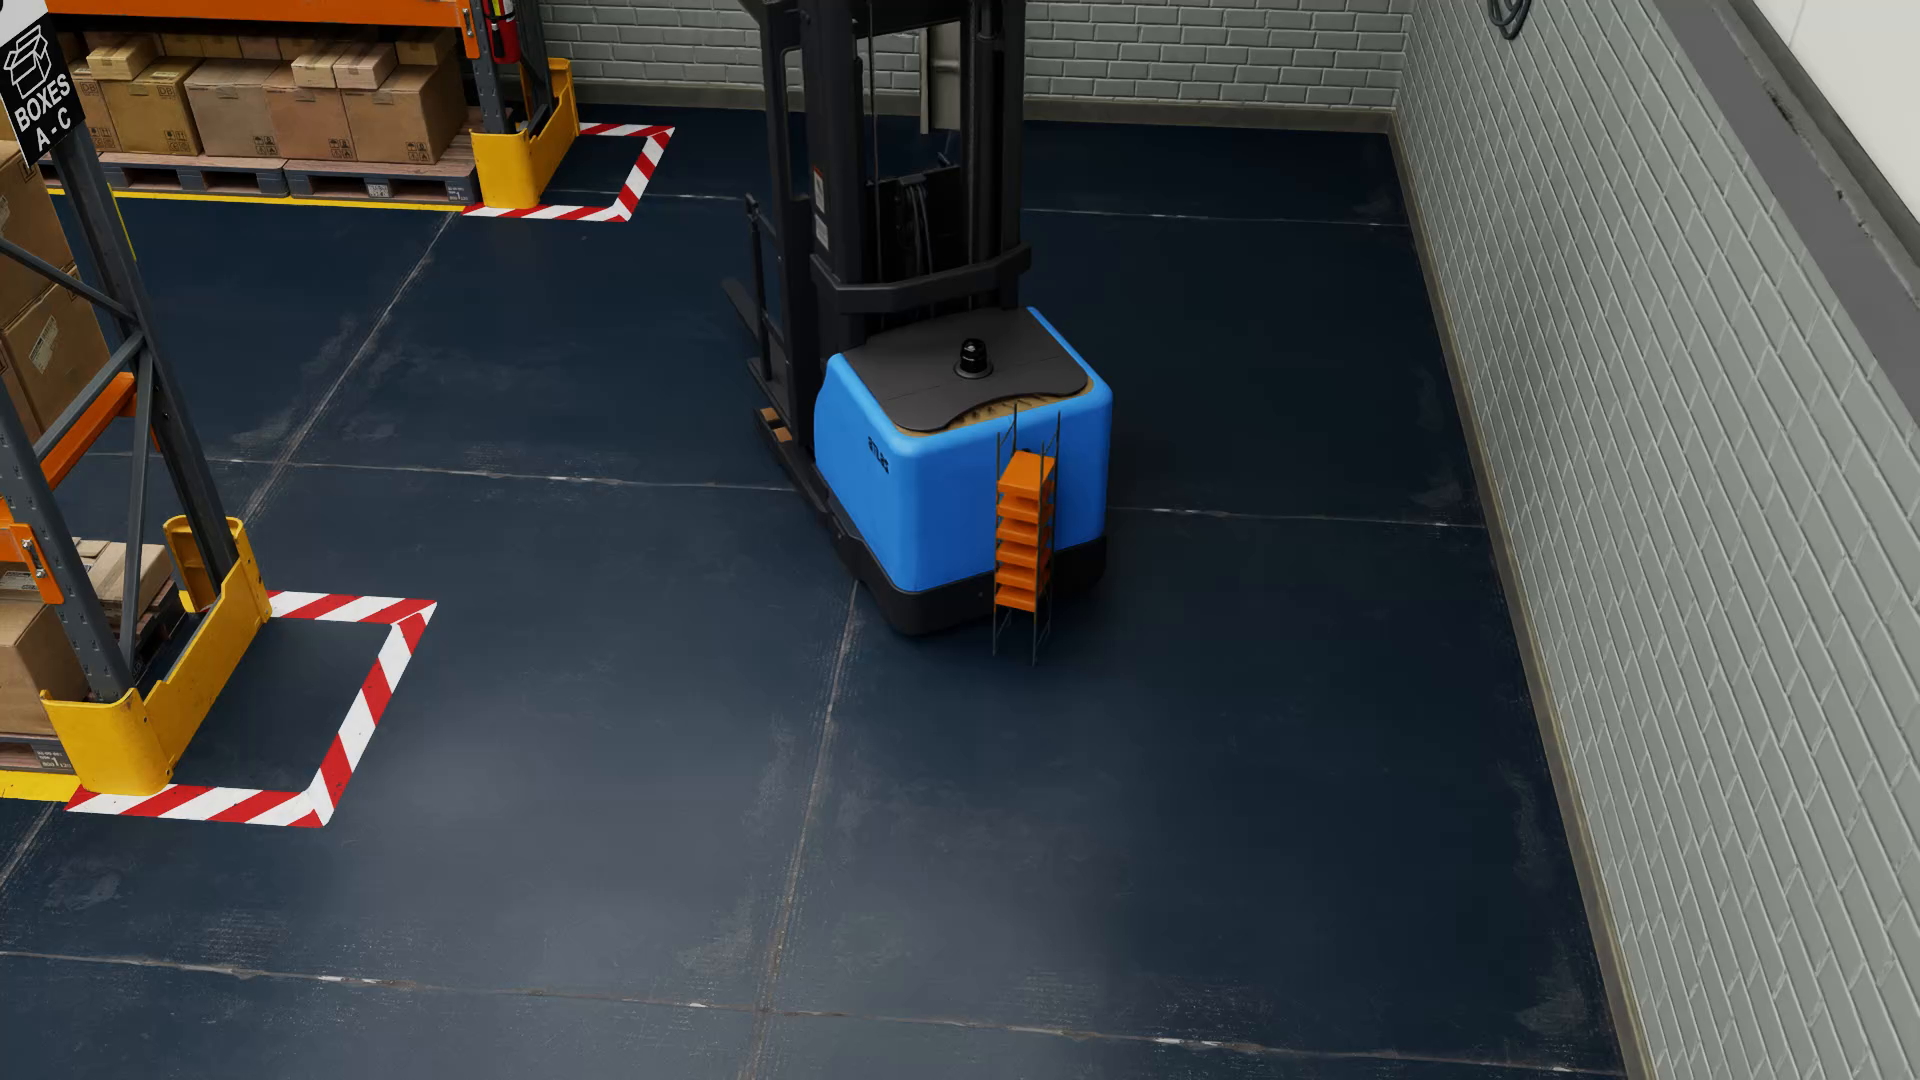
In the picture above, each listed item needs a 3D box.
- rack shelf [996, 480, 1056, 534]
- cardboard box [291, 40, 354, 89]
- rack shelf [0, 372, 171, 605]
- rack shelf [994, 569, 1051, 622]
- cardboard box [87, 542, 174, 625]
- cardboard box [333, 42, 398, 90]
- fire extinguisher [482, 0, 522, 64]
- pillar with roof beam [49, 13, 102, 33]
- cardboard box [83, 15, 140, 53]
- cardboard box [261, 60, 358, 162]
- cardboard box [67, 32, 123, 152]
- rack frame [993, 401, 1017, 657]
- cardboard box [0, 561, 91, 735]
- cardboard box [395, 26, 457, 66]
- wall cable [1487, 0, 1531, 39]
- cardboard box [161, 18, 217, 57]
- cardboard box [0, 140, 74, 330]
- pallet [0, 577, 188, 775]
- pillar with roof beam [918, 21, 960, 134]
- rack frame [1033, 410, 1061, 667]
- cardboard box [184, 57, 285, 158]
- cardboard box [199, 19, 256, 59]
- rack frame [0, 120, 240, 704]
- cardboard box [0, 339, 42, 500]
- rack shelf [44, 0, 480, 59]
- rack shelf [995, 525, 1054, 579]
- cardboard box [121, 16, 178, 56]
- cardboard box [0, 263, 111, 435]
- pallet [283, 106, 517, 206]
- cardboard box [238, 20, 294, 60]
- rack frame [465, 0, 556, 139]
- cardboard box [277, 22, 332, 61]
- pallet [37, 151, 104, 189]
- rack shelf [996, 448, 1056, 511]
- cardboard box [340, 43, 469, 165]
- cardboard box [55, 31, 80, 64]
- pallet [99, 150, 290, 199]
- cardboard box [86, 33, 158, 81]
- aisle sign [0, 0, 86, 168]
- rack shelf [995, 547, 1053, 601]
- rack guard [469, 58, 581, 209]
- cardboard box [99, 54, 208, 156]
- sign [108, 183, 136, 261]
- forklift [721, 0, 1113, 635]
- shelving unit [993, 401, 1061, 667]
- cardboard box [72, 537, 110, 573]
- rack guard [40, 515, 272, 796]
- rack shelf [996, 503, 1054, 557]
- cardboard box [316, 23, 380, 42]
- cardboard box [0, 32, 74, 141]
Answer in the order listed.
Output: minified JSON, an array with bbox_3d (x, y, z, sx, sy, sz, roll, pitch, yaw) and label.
[{"bbox_3d":[0.274,-0.155,6.850,0.180,0.103,0.258,13,41,15],"label":"rack shelf"},{"bbox_3d":[-3.930,-2.949,10.300,0.250,0.149,0.380,4,39,5],"label":"cardboard box"},{"bbox_3d":[-5.242,-0.337,6.528,4.000,0.370,1.077,3,39,4],"label":"rack shelf"},{"bbox_3d":[0.274,0.218,7.153,0.180,0.103,0.258,13,41,15],"label":"rack shelf"},{"bbox_3d":[-3.637,0.189,7.222,0.250,0.149,0.380,3,39,4],"label":"cardboard box"},{"bbox_3d":[-3.676,-2.935,10.284,0.250,0.149,0.380,3,39,3],"label":"cardboard box"},{"bbox_3d":[-2.716,-3.149,9.770,0.183,0.674,0.296,3,39,4],"label":"fire extinguisher"},{"bbox_3d":[-6.410,-3.965,5.664,0.400,9.000,9.100,3,39,4],"label":"pillar with roof beam"},{"bbox_3d":[-5.414,-3.272,10.697,0.250,0.149,0.380,2,39,2],"label":"cardboard box"},{"bbox_3d":[-4.030,-2.818,10.654,0.500,0.500,0.700,3,39,4],"label":"cardboard box"},{"bbox_3d":[-5.575,-2.899,10.754,0.500,0.500,0.700,3,39,3],"label":"cardboard box"},{"bbox_3d":[0.188,-0.022,6.997,0.006,1.200,0.240,13,41,15],"label":"rack frame"},{"bbox_3d":[-3.813,0.417,6.663,0.500,0.500,0.500,3,39,4],"label":"cardboard box"},{"bbox_3d":[-3.390,-3.162,10.562,0.250,0.149,0.380,3,39,4],"label":"cardboard box"},{"bbox_3d":[2.778,-4.212,8.427,0.112,2.526,3.097,3,39,4],"label":"wall cable"},{"bbox_3d":[-4.906,-3.244,10.663,0.250,0.149,0.380,2,39,3],"label":"cardboard box"},{"bbox_3d":[-3.669,-1.123,6.053,0.500,0.500,0.500,4,39,5],"label":"cardboard box"},{"bbox_3d":[-4.120,0.528,7.105,1.213,0.211,1.003,3,39,4],"label":"pallet"},{"bbox_3d":[-0.433,-3.639,5.262,0.400,9.000,9.100,3,39,4],"label":"pillar with roof beam"},{"bbox_3d":[0.360,0.016,6.950,0.006,1.200,0.240,13,41,15],"label":"rack frame"},{"bbox_3d":[-4.532,-2.845,10.687,0.500,0.500,0.700,2,39,2],"label":"cardboard box"},{"bbox_3d":[-4.653,-3.230,10.646,0.250,0.149,0.380,4,39,4],"label":"cardboard box"},{"bbox_3d":[-3.250,-0.507,6.167,0.127,3.000,1.000,3,39,4],"label":"rack frame"},{"bbox_3d":[-3.719,-0.399,5.955,0.500,0.500,0.500,4,39,5],"label":"cardboard box"},{"bbox_3d":[-4.819,-3.452,10.356,4.000,0.370,1.077,3,39,4],"label":"rack shelf"},{"bbox_3d":[0.274,0.032,7.002,0.180,0.103,0.258,13,41,15],"label":"rack shelf"},{"bbox_3d":[-5.163,-3.257,10.680,0.250,0.149,0.380,4,39,4],"label":"cardboard box"},{"bbox_3d":[-3.669,-0.736,6.369,0.500,0.500,0.500,4,39,5],"label":"cardboard box"},{"bbox_3d":[-3.629,-2.535,10.868,1.213,0.211,1.003,3,39,4],"label":"pallet"},{"bbox_3d":[-4.398,-3.216,10.629,0.250,0.149,0.380,4,39,4],"label":"cardboard box"},{"bbox_3d":[-2.826,-3.622,9.995,0.127,3.000,1.000,3,39,4],"label":"rack frame"},{"bbox_3d":[-4.144,-3.203,10.613,0.250,0.149,0.380,3,39,4],"label":"cardboard box"},{"bbox_3d":[-6.060,-2.668,11.031,1.213,0.211,1.003,3,39,4],"label":"pallet"},{"bbox_3d":[0.274,-0.248,6.774,0.180,0.103,0.258,13,41,15],"label":"rack shelf"},{"bbox_3d":[-3.532,-2.791,10.621,0.500,0.500,0.700,3,39,4],"label":"cardboard box"},{"bbox_3d":[-5.749,-3.047,10.421,0.250,0.149,0.380,4,39,5],"label":"cardboard box"},{"bbox_3d":[-4.841,-2.603,10.952,1.213,0.211,1.003,3,39,4],"label":"pallet"},{"bbox_3d":[-5.229,-3.018,10.386,0.250,0.149,0.380,2,39,3],"label":"cardboard box"},{"bbox_3d":[-3.156,-1.696,5.569,0.004,0.787,0.394,3,39,4],"label":"aisle sign"},{"bbox_3d":[0.274,0.125,7.077,0.180,0.103,0.258,13,41,15],"label":"rack shelf"},{"bbox_3d":[-2.802,-2.652,10.782,0.348,0.500,1.175,3,39,4],"label":"rack guard"},{"bbox_3d":[-5.063,-2.870,10.717,0.500,0.500,0.700,4,39,5],"label":"cardboard box"},{"bbox_3d":[-3.203,-1.184,6.313,0.005,0.325,0.100,3,39,4],"label":"sign"},{"bbox_3d":[-0.407,-1.648,7.623,1.130,2.935,3.031,-16,42,-19],"label":"forklift"},{"bbox_3d":[0.274,-0.003,6.974,0.189,1.200,0.258,13,41,15],"label":"shelving unit"},{"bbox_3d":[-3.886,0.169,7.233,0.250,0.166,0.380,3,39,4],"label":"cardboard box"},{"bbox_3d":[-3.325,0.458,6.961,0.348,0.500,1.175,3,39,4],"label":"rack guard"},{"bbox_3d":[0.274,-0.061,6.926,0.180,0.103,0.258,13,41,15],"label":"rack shelf"},{"bbox_3d":[-3.895,-3.189,10.596,0.250,0.149,0.380,3,39,4],"label":"cardboard box"},{"bbox_3d":[-6.075,-2.929,10.790,0.500,0.500,0.700,4,39,4],"label":"cardboard box"}]
